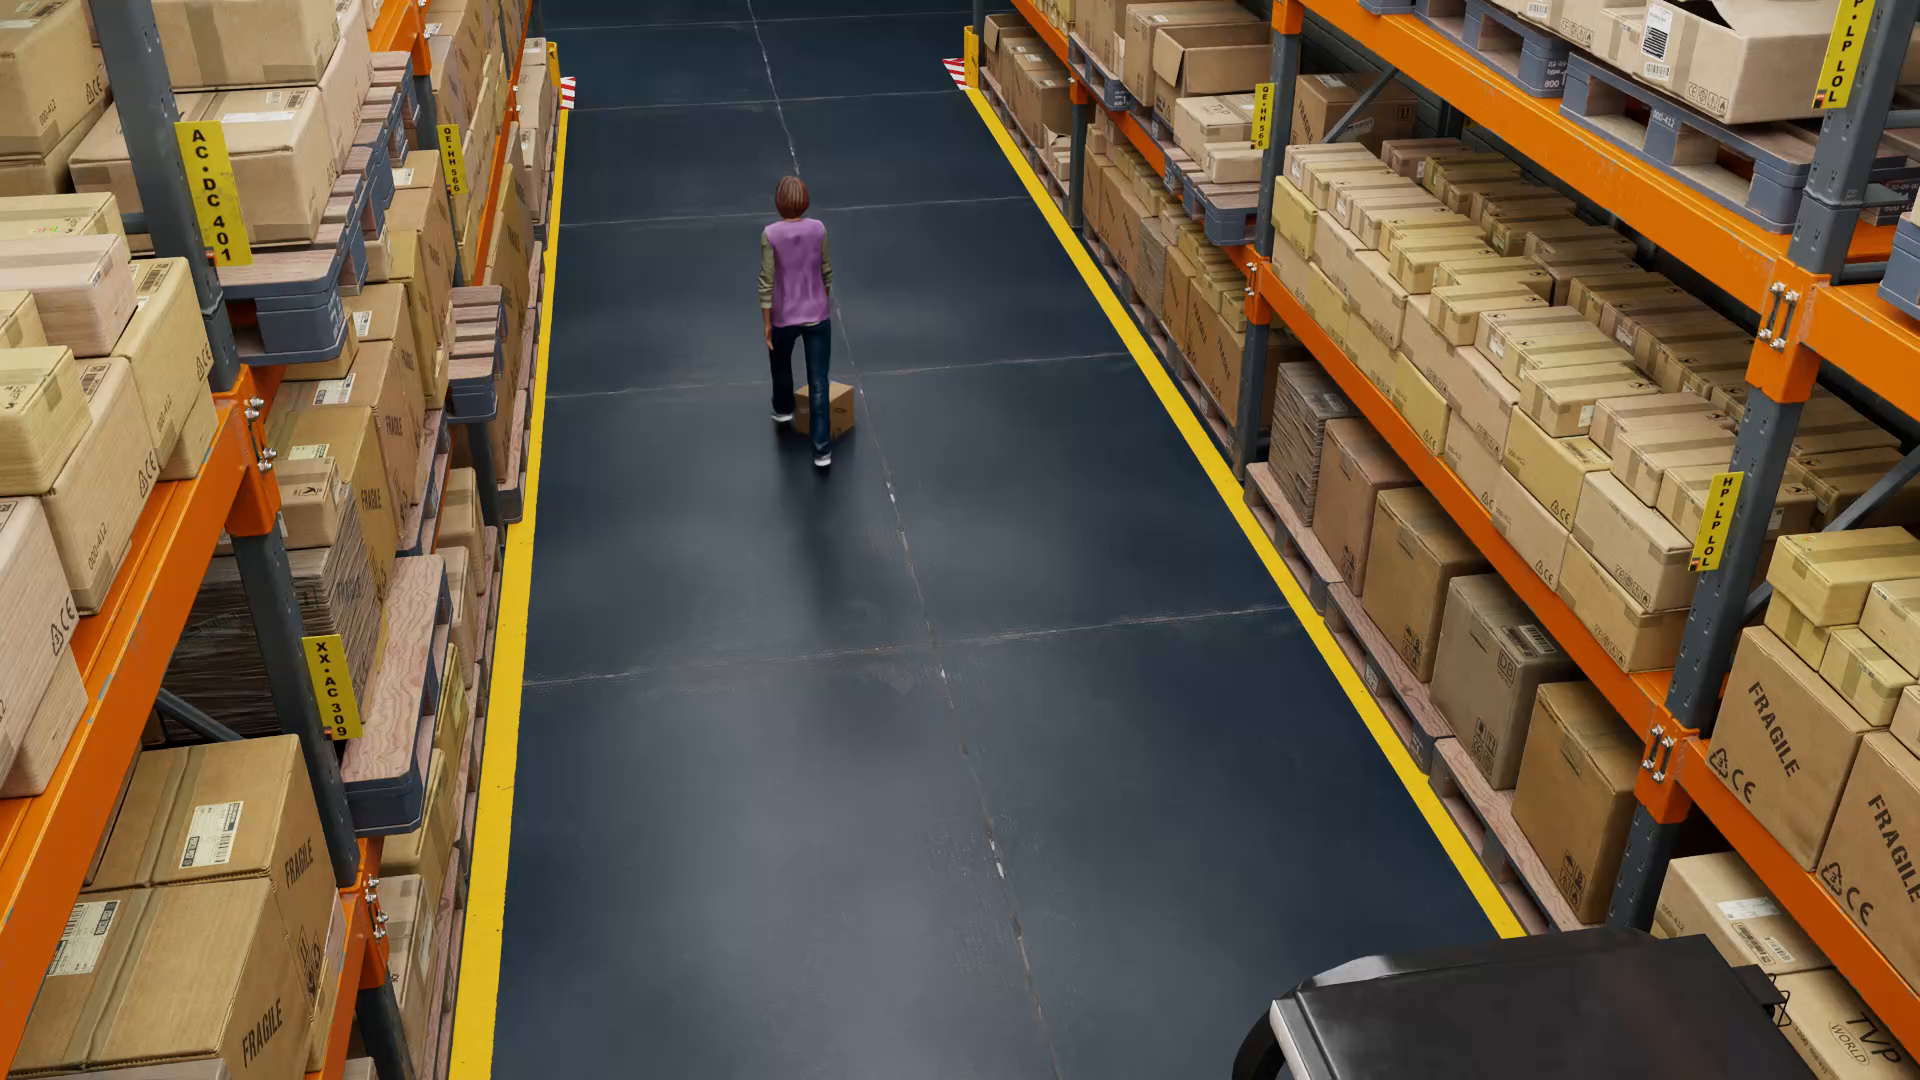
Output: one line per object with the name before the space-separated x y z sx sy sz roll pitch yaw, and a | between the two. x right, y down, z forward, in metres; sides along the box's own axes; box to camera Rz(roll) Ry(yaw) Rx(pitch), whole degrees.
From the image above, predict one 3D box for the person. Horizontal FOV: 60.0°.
person | -0.899 -1.234 9.197 0.436 1.575 0.880 -7 32 -11
